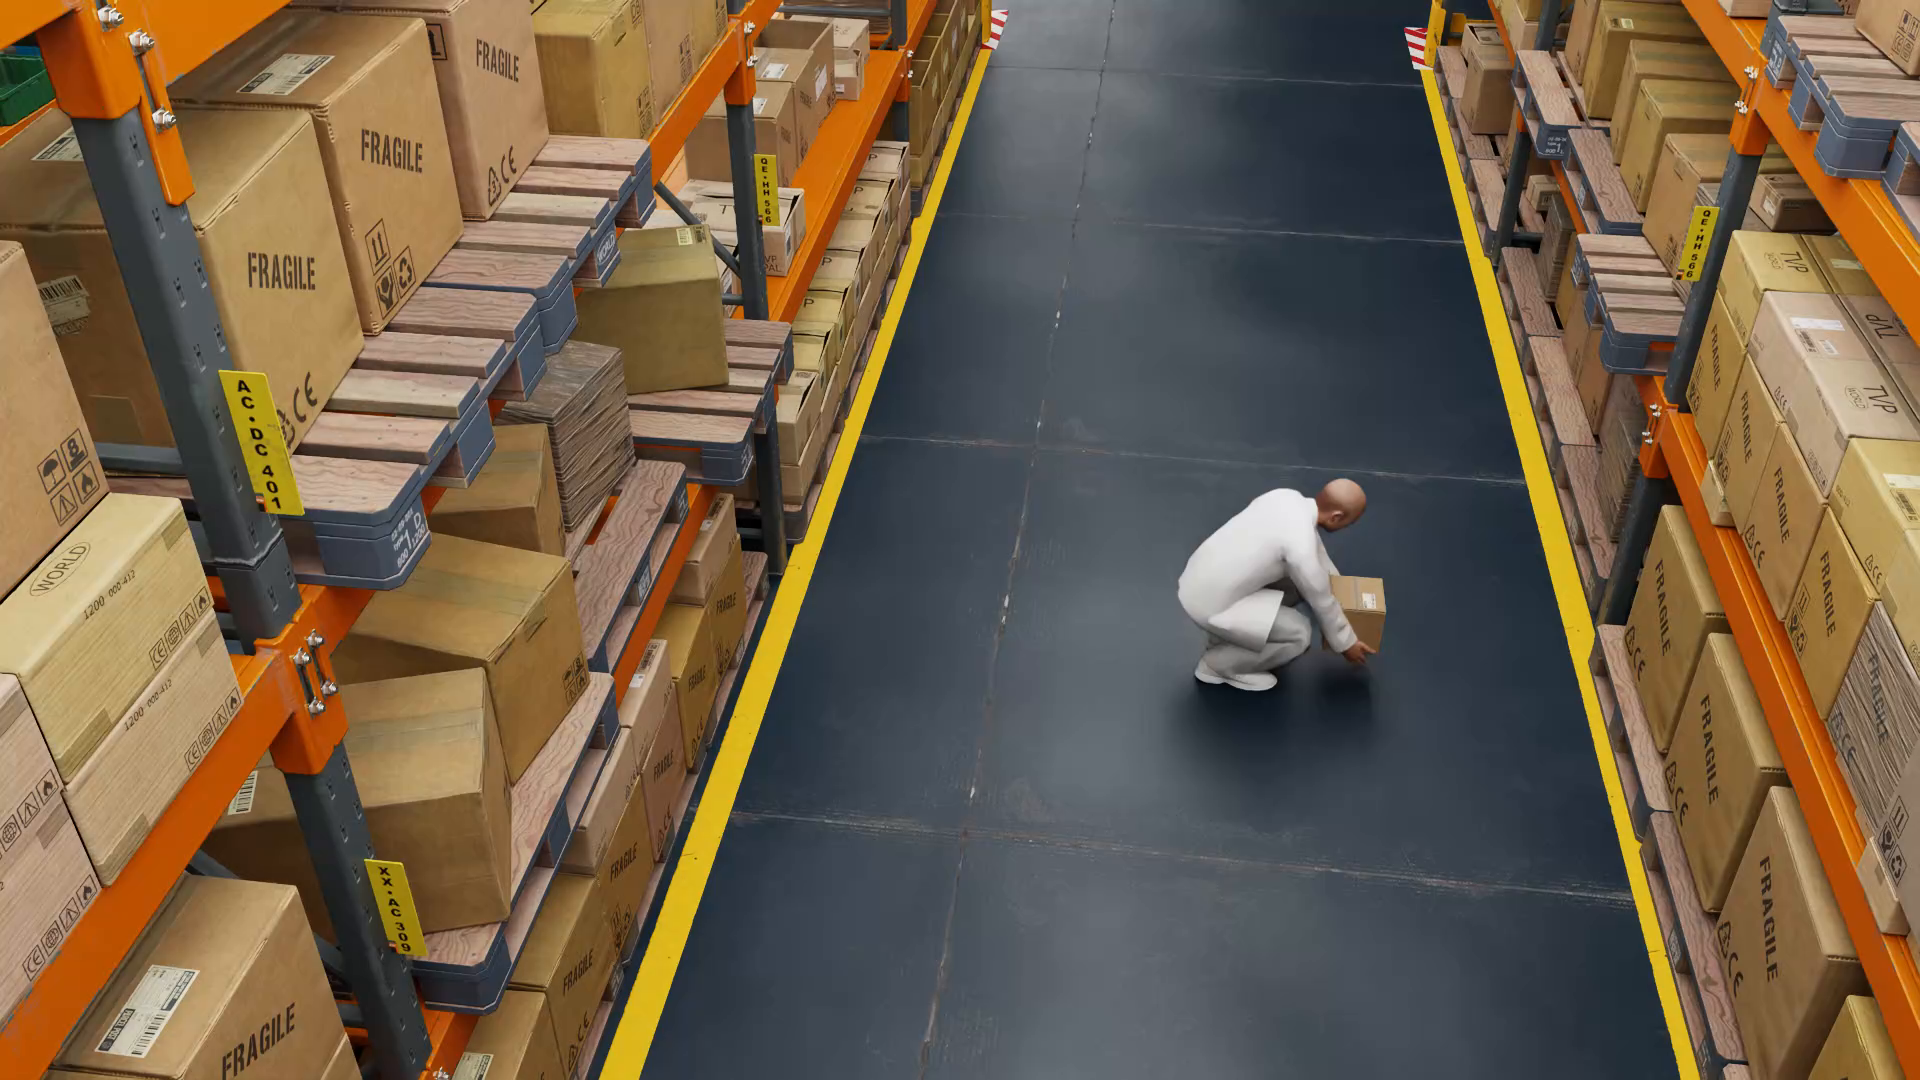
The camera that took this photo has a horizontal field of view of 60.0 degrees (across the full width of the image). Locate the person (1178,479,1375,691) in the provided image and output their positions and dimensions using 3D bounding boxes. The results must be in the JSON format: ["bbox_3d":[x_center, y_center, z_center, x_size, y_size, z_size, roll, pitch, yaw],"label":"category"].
[{"bbox_3d":[1.440,0.176,7.474,0.902,1.011,0.589,4,36,5],"label":"person"}]
